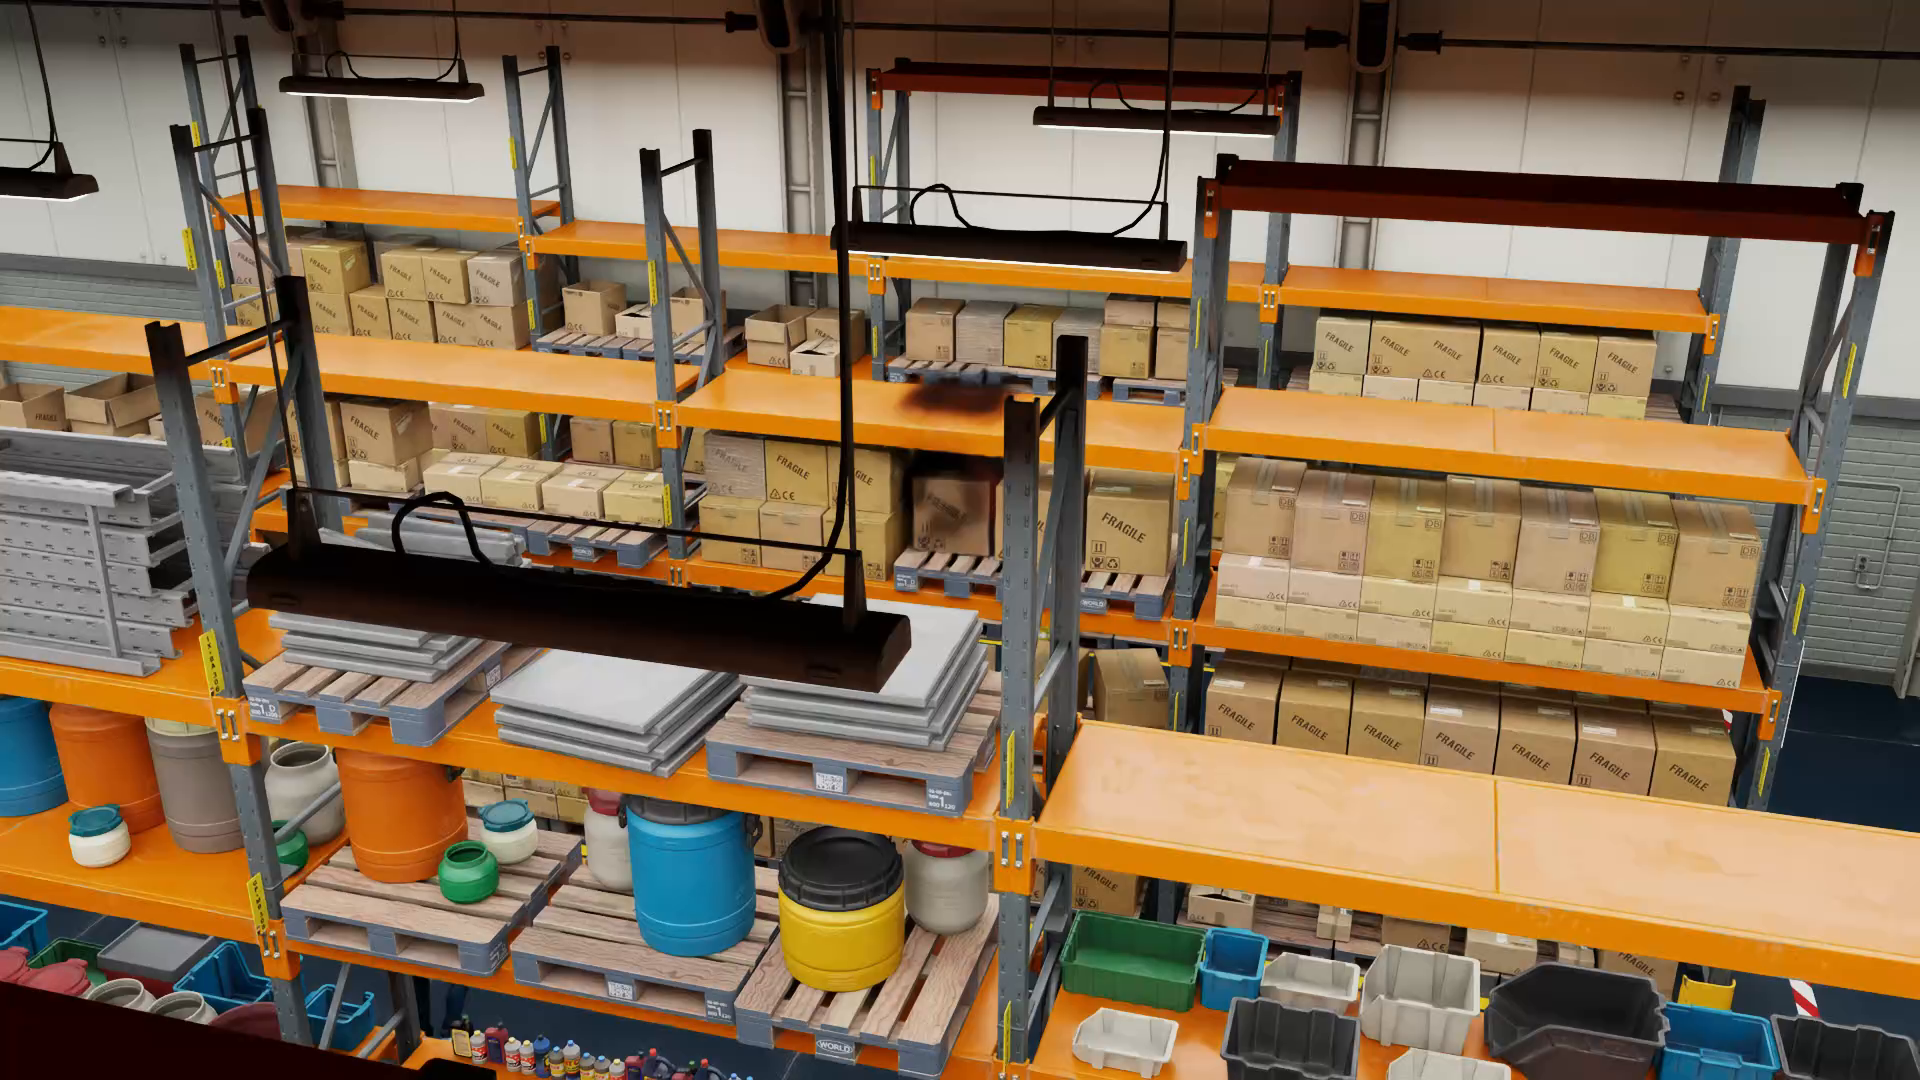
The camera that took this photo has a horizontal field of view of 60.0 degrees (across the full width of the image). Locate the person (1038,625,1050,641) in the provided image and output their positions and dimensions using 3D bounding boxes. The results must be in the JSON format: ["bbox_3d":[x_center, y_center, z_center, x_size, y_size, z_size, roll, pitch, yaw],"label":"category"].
[{"bbox_3d":[0.892,0.918,15.959,0.847,1.802,0.739,8,24,18],"label":"person"}]

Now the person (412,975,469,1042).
[{"bbox_3d":[-3.675,2.857,11.503,0.466,1.569,0.360,5,23,13],"label":"person"}]

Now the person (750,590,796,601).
[{"bbox_3d":[-1.824,0.821,16.350,0.455,1.656,0.524,-16,28,-34],"label":"person"}]
